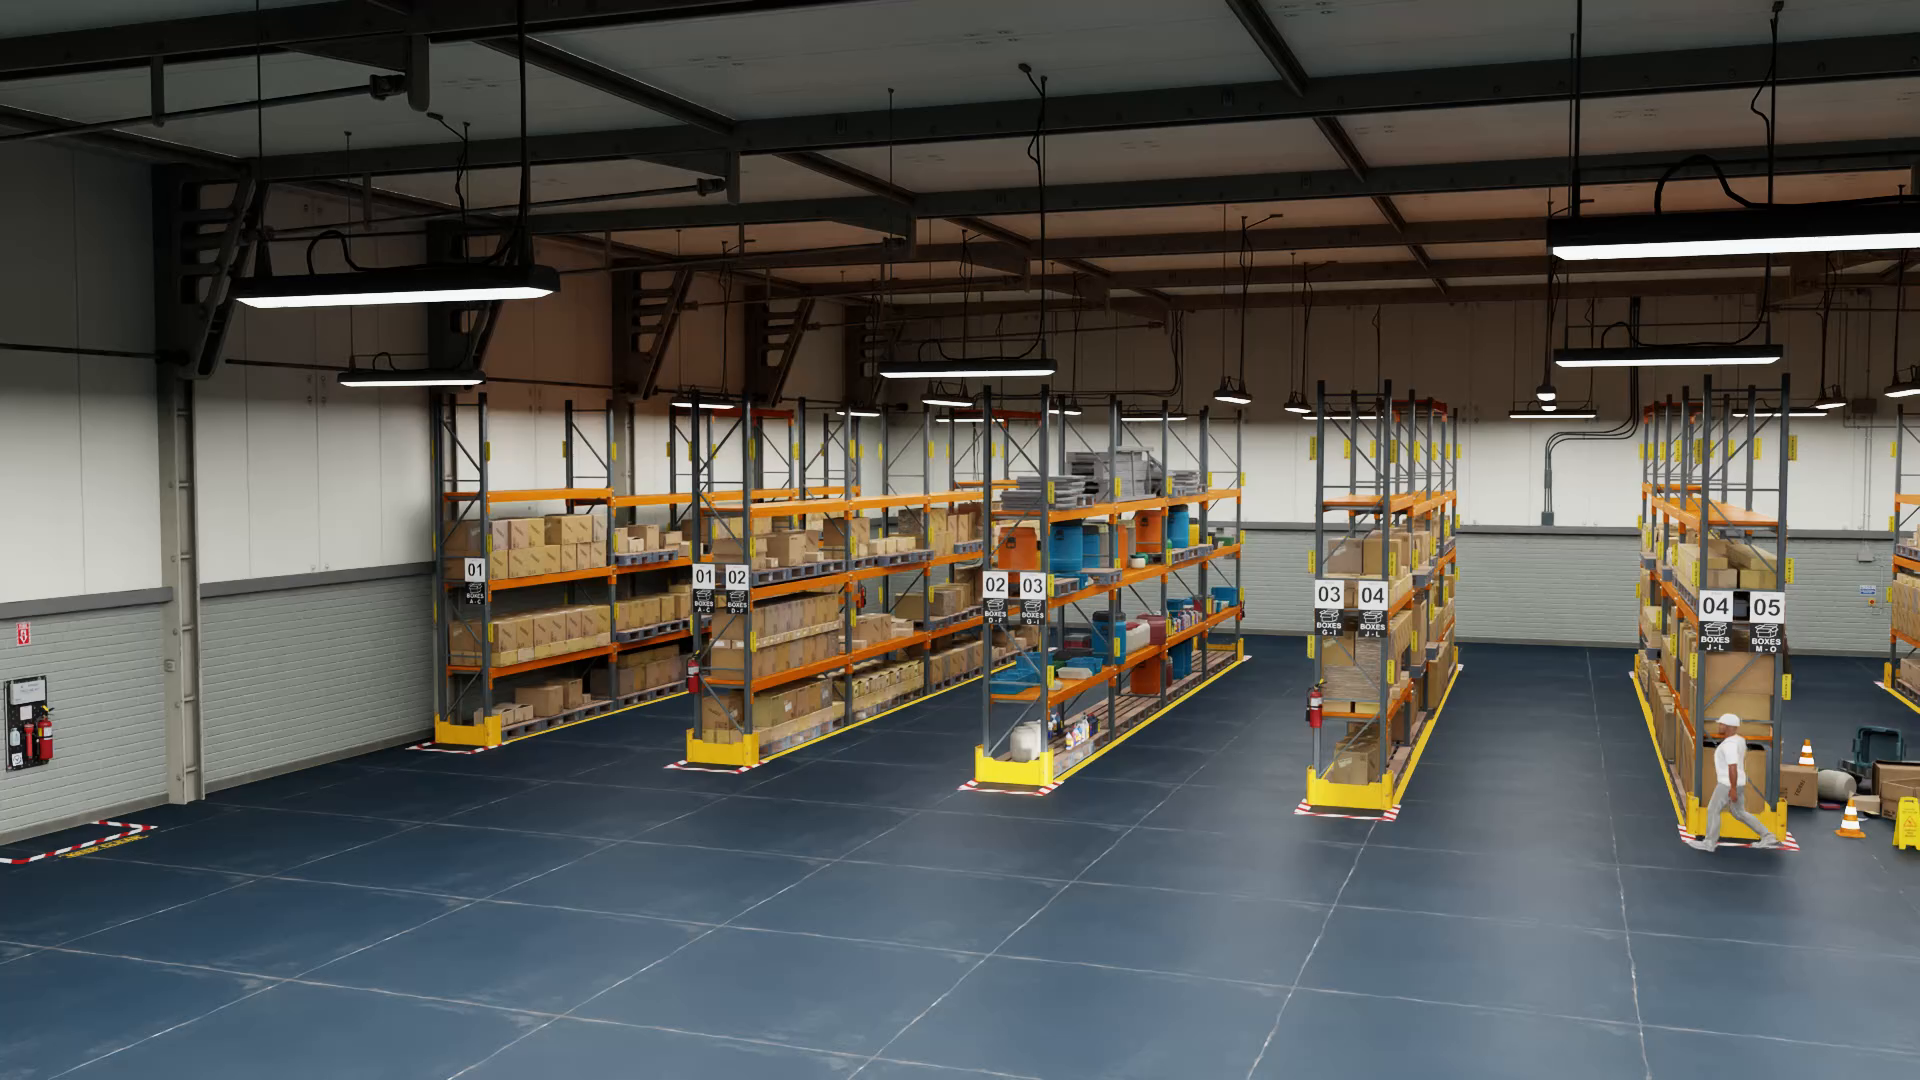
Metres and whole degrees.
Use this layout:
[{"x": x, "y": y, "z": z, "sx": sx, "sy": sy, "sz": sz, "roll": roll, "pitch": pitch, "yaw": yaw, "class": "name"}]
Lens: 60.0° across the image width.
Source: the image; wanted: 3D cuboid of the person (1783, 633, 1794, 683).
[{"x": 17.647, "y": 2.217, "z": 35.939, "sx": 0.568, "sy": 1.790, "sz": 0.836, "roll": -2, "pitch": 4, "yaw": -35, "class": "person"}]

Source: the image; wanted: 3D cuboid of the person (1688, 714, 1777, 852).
[{"x": 9.617, "y": 3.029, "z": 20.665, "sx": 0.980, "sy": 1.736, "sz": 0.569, "roll": 2, "pitch": 4, "yaw": 33, "class": "person"}]
